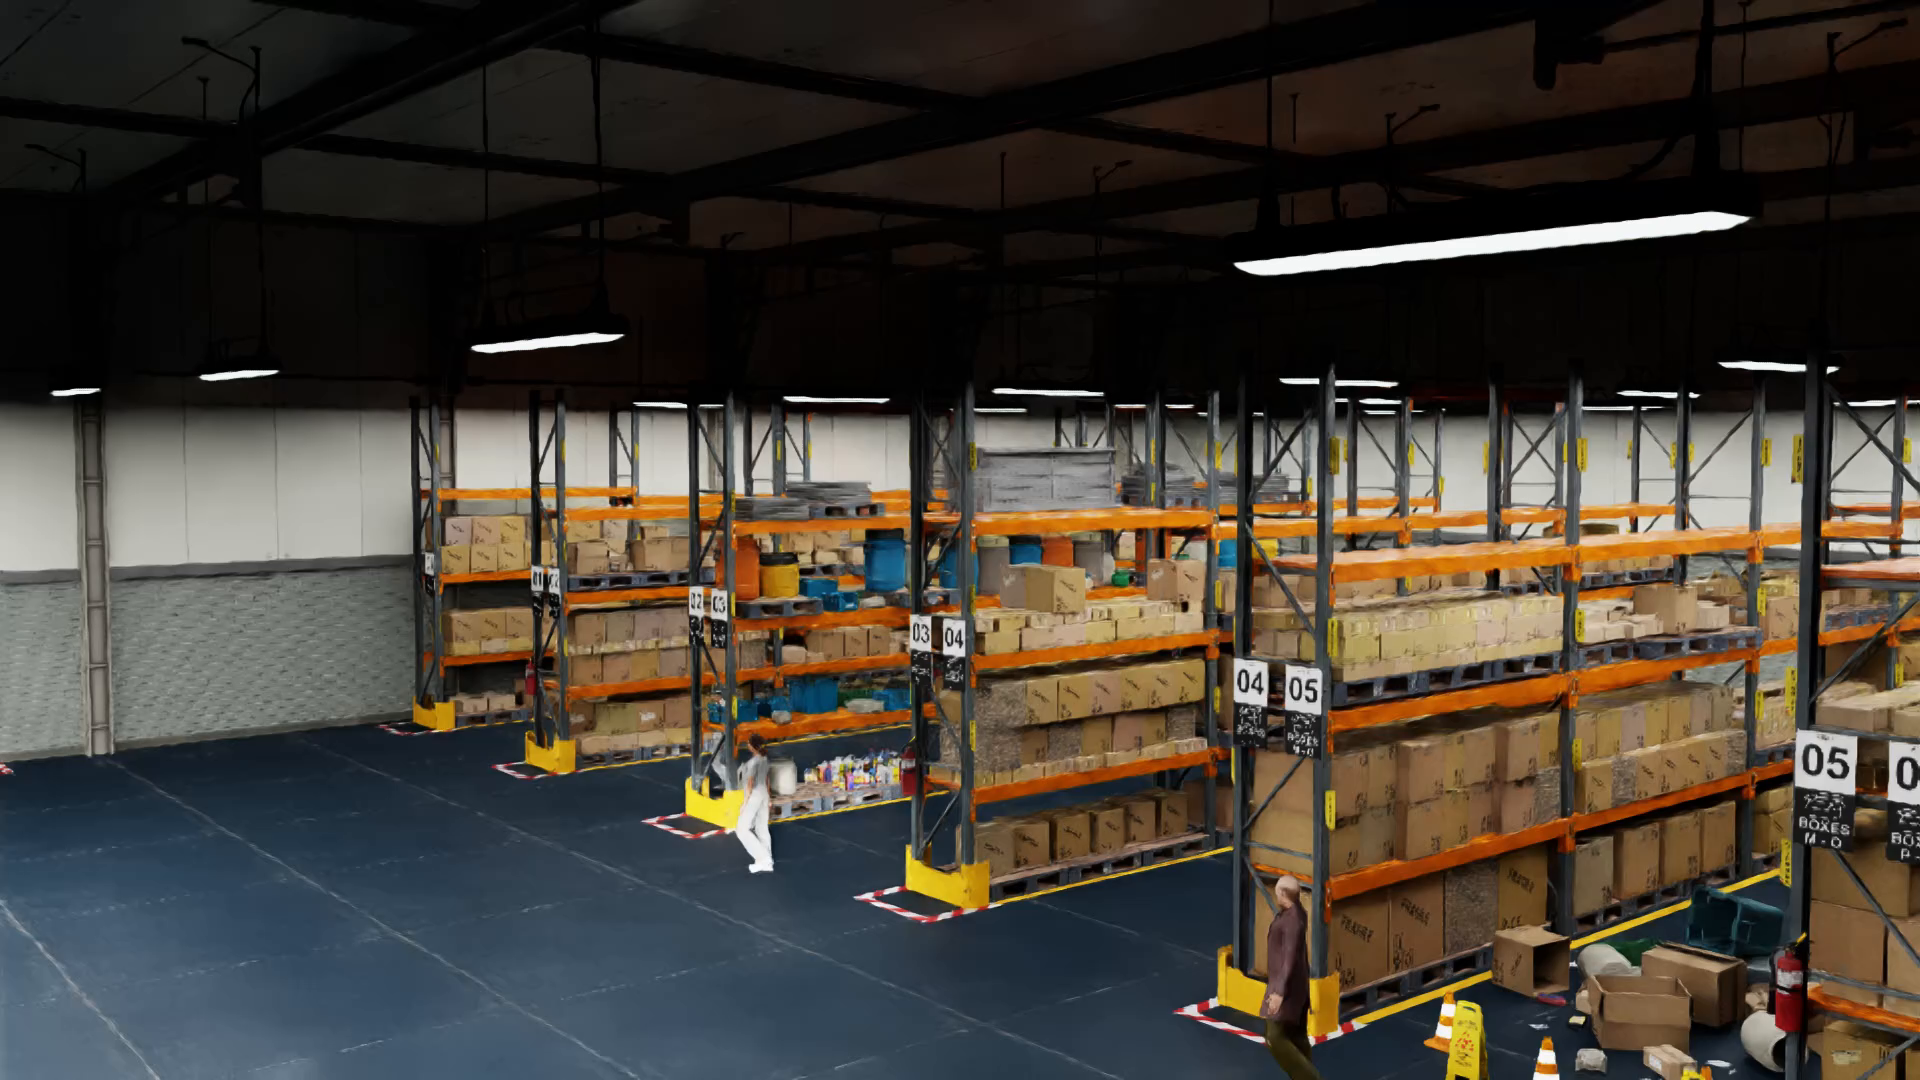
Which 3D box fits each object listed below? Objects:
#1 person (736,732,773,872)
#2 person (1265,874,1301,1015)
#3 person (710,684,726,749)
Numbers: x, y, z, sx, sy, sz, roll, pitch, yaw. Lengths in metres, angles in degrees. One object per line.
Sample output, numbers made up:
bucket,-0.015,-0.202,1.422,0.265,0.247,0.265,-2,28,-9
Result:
person,-2.421,3.144,19.916,0.446,1.668,0.616,1,4,19
person,2.628,3.598,12.917,0.476,1.579,0.725,1,4,16
person,-3.516,2.567,24.384,0.331,0.931,0.639,-3,4,-41
